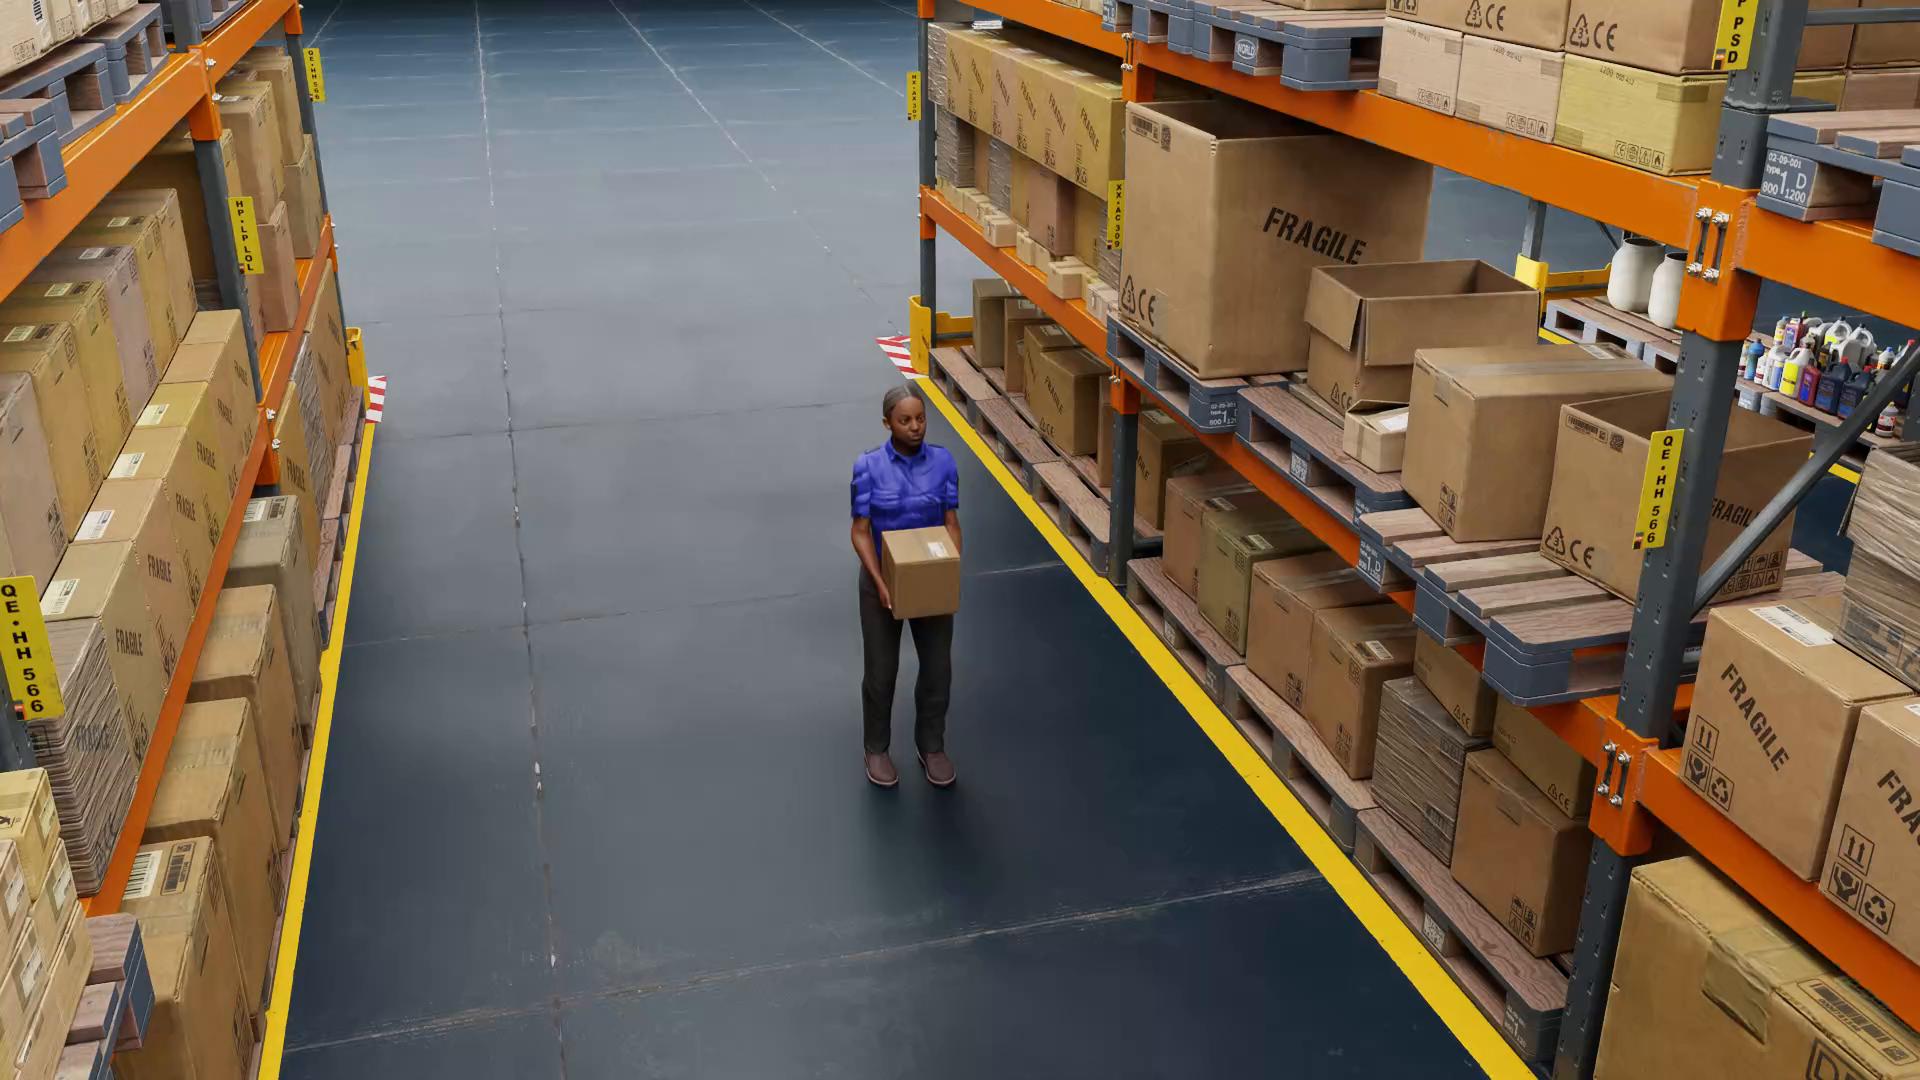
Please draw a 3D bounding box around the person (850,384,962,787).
[{"bbox_3d":[-0.199,0.215,6.610,0.451,1.648,0.516,-6,24,-13],"label":"person"}]
